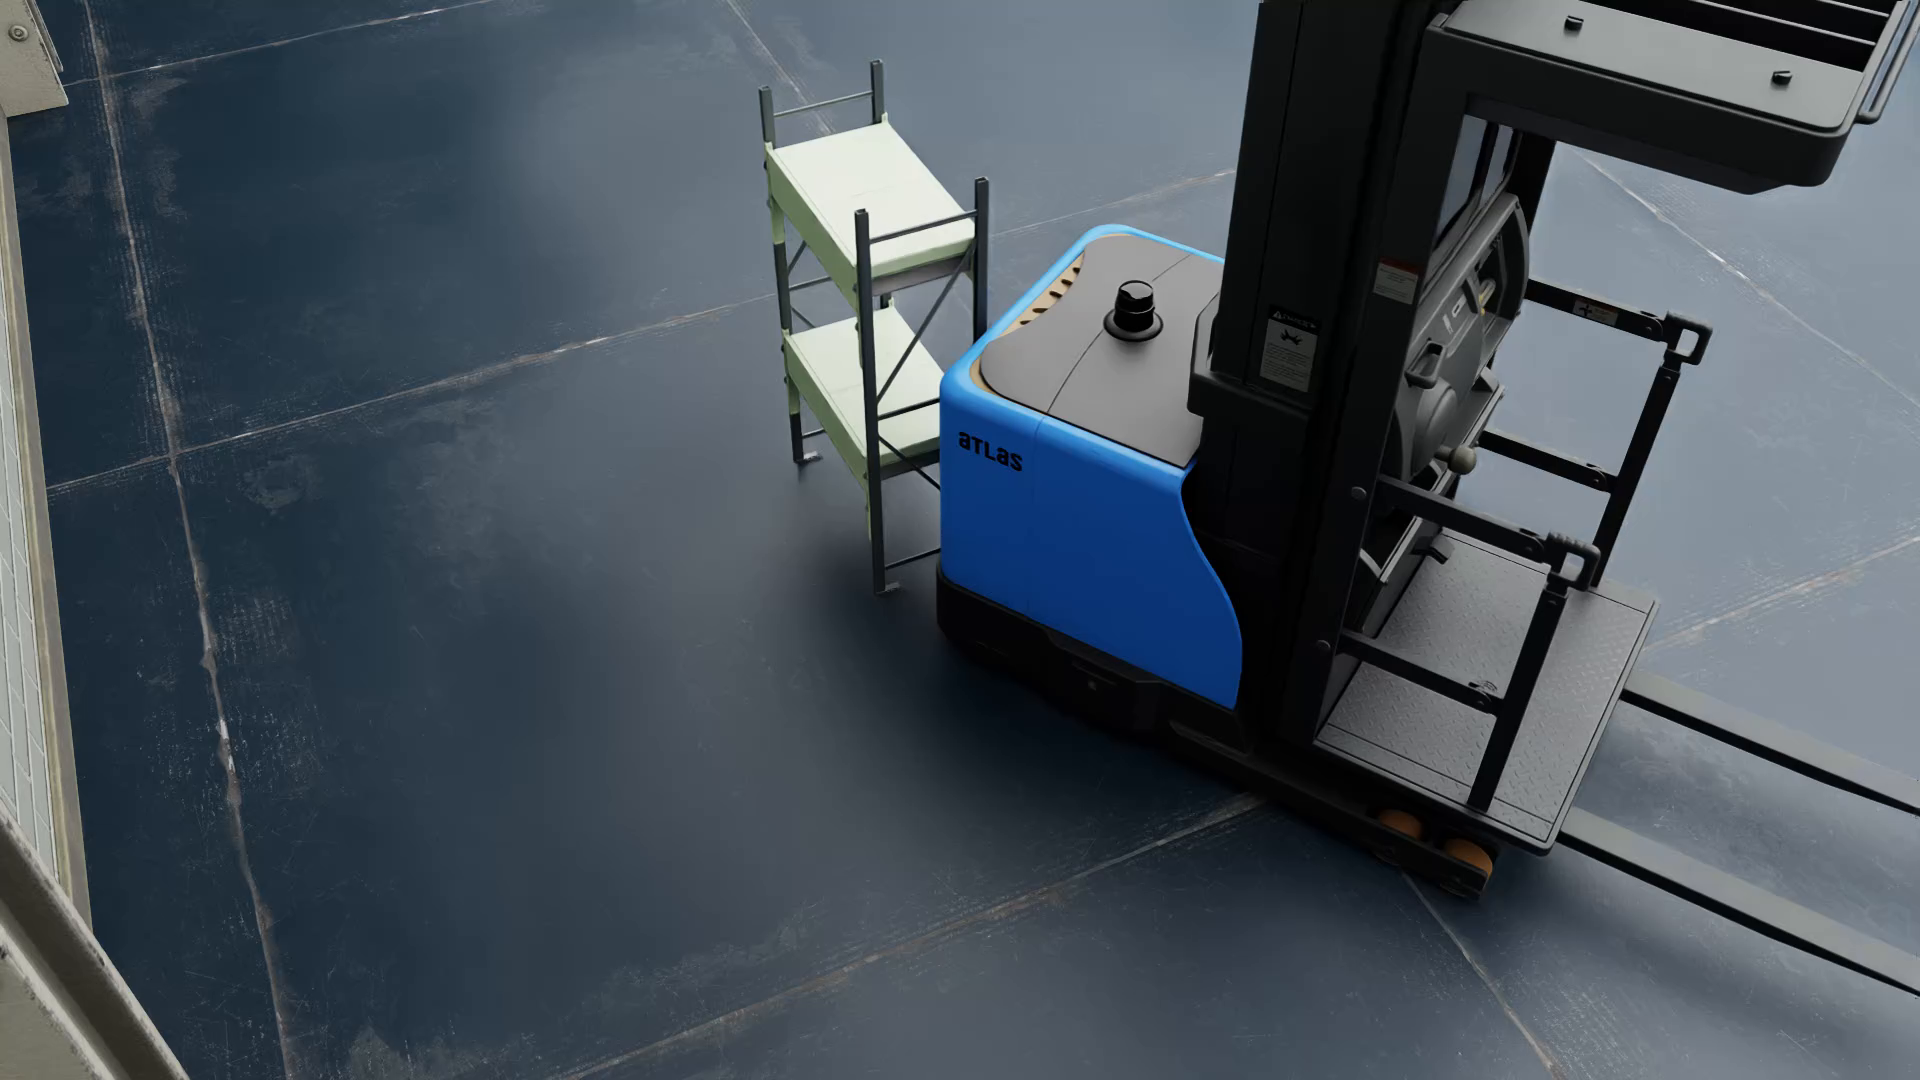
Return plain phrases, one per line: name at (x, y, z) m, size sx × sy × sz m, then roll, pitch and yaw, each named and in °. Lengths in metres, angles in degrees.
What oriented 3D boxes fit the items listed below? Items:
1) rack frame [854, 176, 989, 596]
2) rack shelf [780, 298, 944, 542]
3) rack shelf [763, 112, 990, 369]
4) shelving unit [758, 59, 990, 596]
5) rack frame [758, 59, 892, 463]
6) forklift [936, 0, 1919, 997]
rack frame at (-0.104, -0.415, 5.103) m, size 0.400 × 1.500 × 0.023 m, roll -19°, pitch 48°, yaw -18°
rack shelf at (-0.262, -0.415, 5.567) m, size 0.431 × 0.370 × 0.720 m, roll -19°, pitch 48°, yaw -18°
rack shelf at (-0.262, -0.925, 5.064) m, size 0.431 × 0.370 × 0.720 m, roll -19°, pitch 48°, yaw -18°
shelving unit at (-0.262, -0.647, 5.338) m, size 0.431 × 1.500 × 0.755 m, roll -19°, pitch 48°, yaw -18°
rack frame at (-0.421, -0.879, 5.573) m, size 0.400 × 1.500 × 0.023 m, roll -19°, pitch 48°, yaw -18°
forklift at (1.446, -0.464, 4.133) m, size 3.031 × 2.935 × 1.130 m, roll 24°, pitch 49°, yaw 22°
